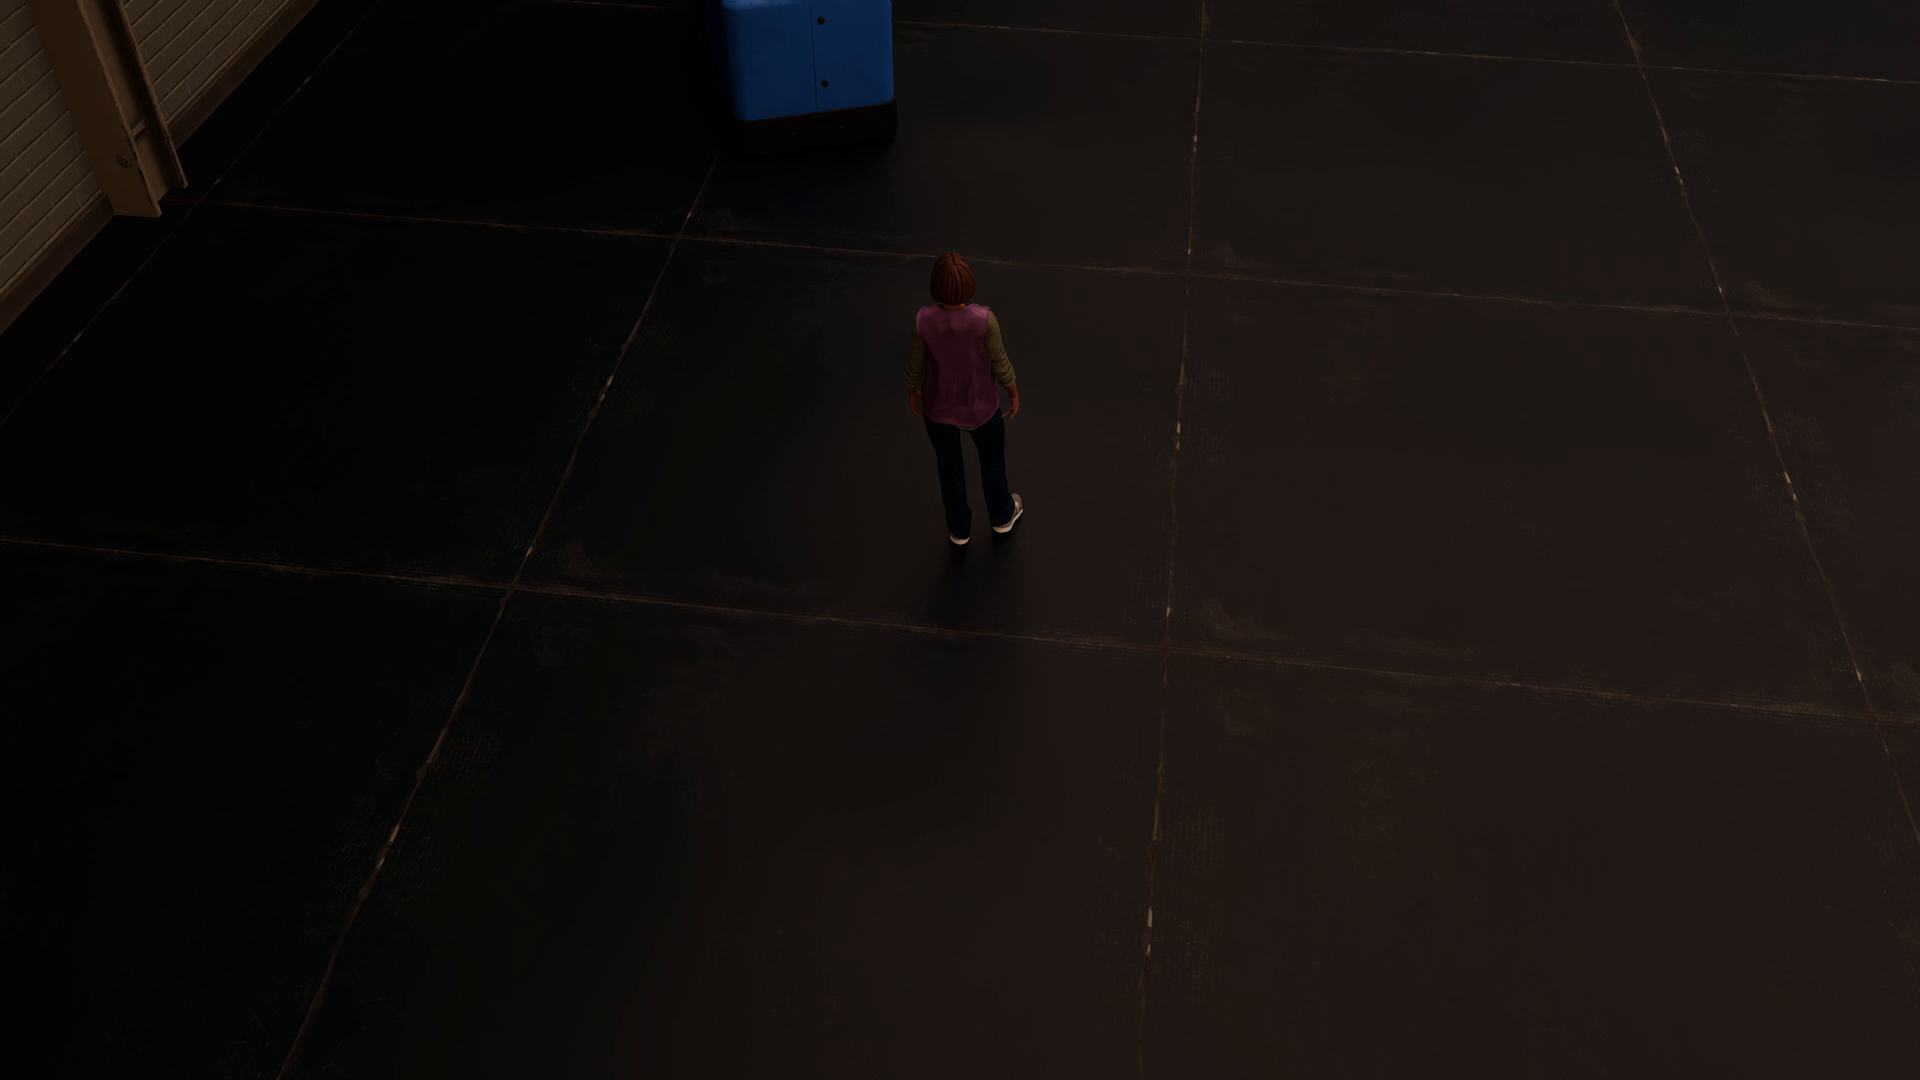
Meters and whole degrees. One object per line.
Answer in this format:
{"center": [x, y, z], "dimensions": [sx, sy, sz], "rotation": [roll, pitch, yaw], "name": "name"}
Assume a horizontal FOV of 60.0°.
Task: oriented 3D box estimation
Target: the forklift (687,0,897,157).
{"center": [-1.278, -4.487, 10.608], "dimensions": [1.130, 2.935, 3.031], "rotation": [-10, 44, -11], "name": "forklift"}

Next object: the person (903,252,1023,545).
{"center": [0.024, -0.642, 7.398], "dimensions": [0.520, 1.597, 0.476], "rotation": [5, 43, 6], "name": "person"}
